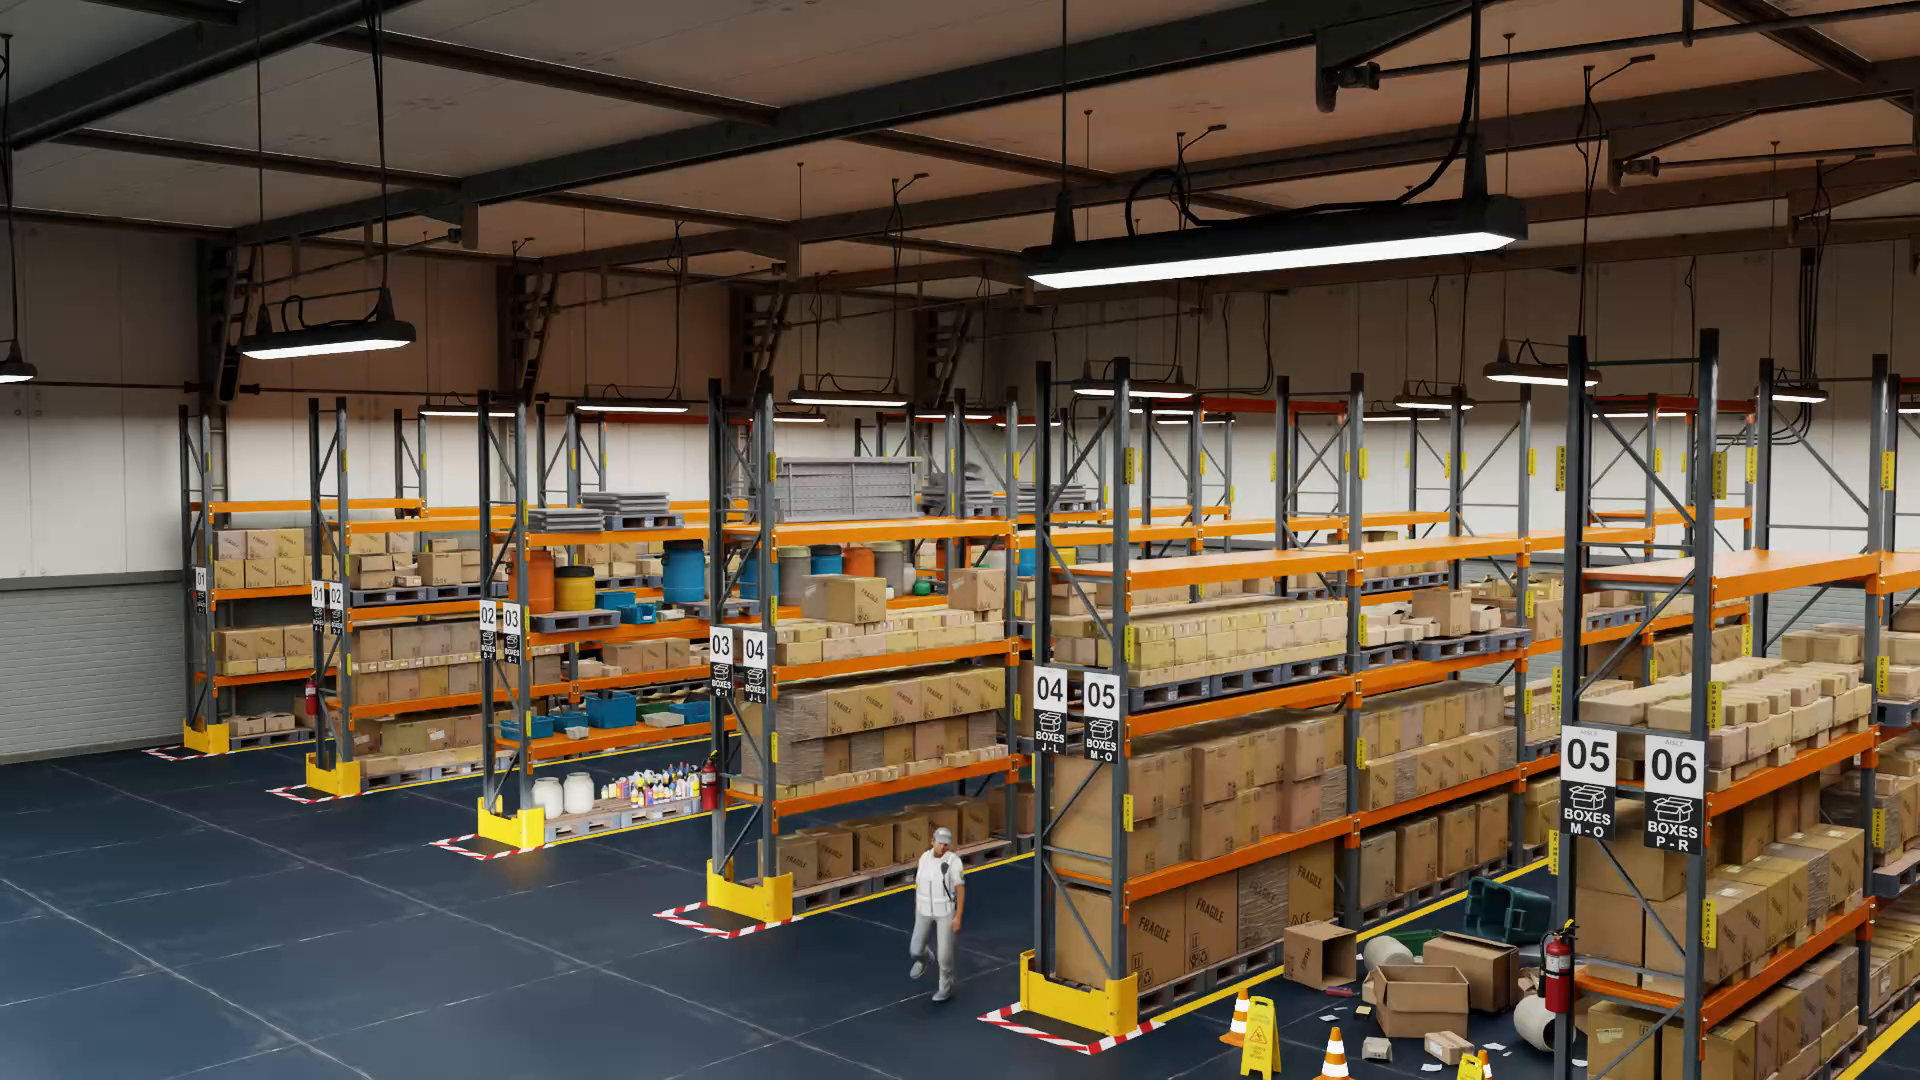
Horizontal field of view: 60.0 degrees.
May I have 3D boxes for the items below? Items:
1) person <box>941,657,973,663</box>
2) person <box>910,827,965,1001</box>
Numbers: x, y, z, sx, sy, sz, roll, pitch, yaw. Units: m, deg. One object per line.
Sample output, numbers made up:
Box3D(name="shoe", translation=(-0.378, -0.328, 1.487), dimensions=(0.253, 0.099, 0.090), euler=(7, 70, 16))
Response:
Box3D(name="person", translation=(-0.057, 2.619, 32.432), dimensions=(0.721, 1.717, 0.784), euler=(0, 3, 2))
Box3D(name="person", translation=(-0.229, 3.504, 15.752), dimensions=(0.669, 1.621, 0.582), euler=(1, 3, 21))
